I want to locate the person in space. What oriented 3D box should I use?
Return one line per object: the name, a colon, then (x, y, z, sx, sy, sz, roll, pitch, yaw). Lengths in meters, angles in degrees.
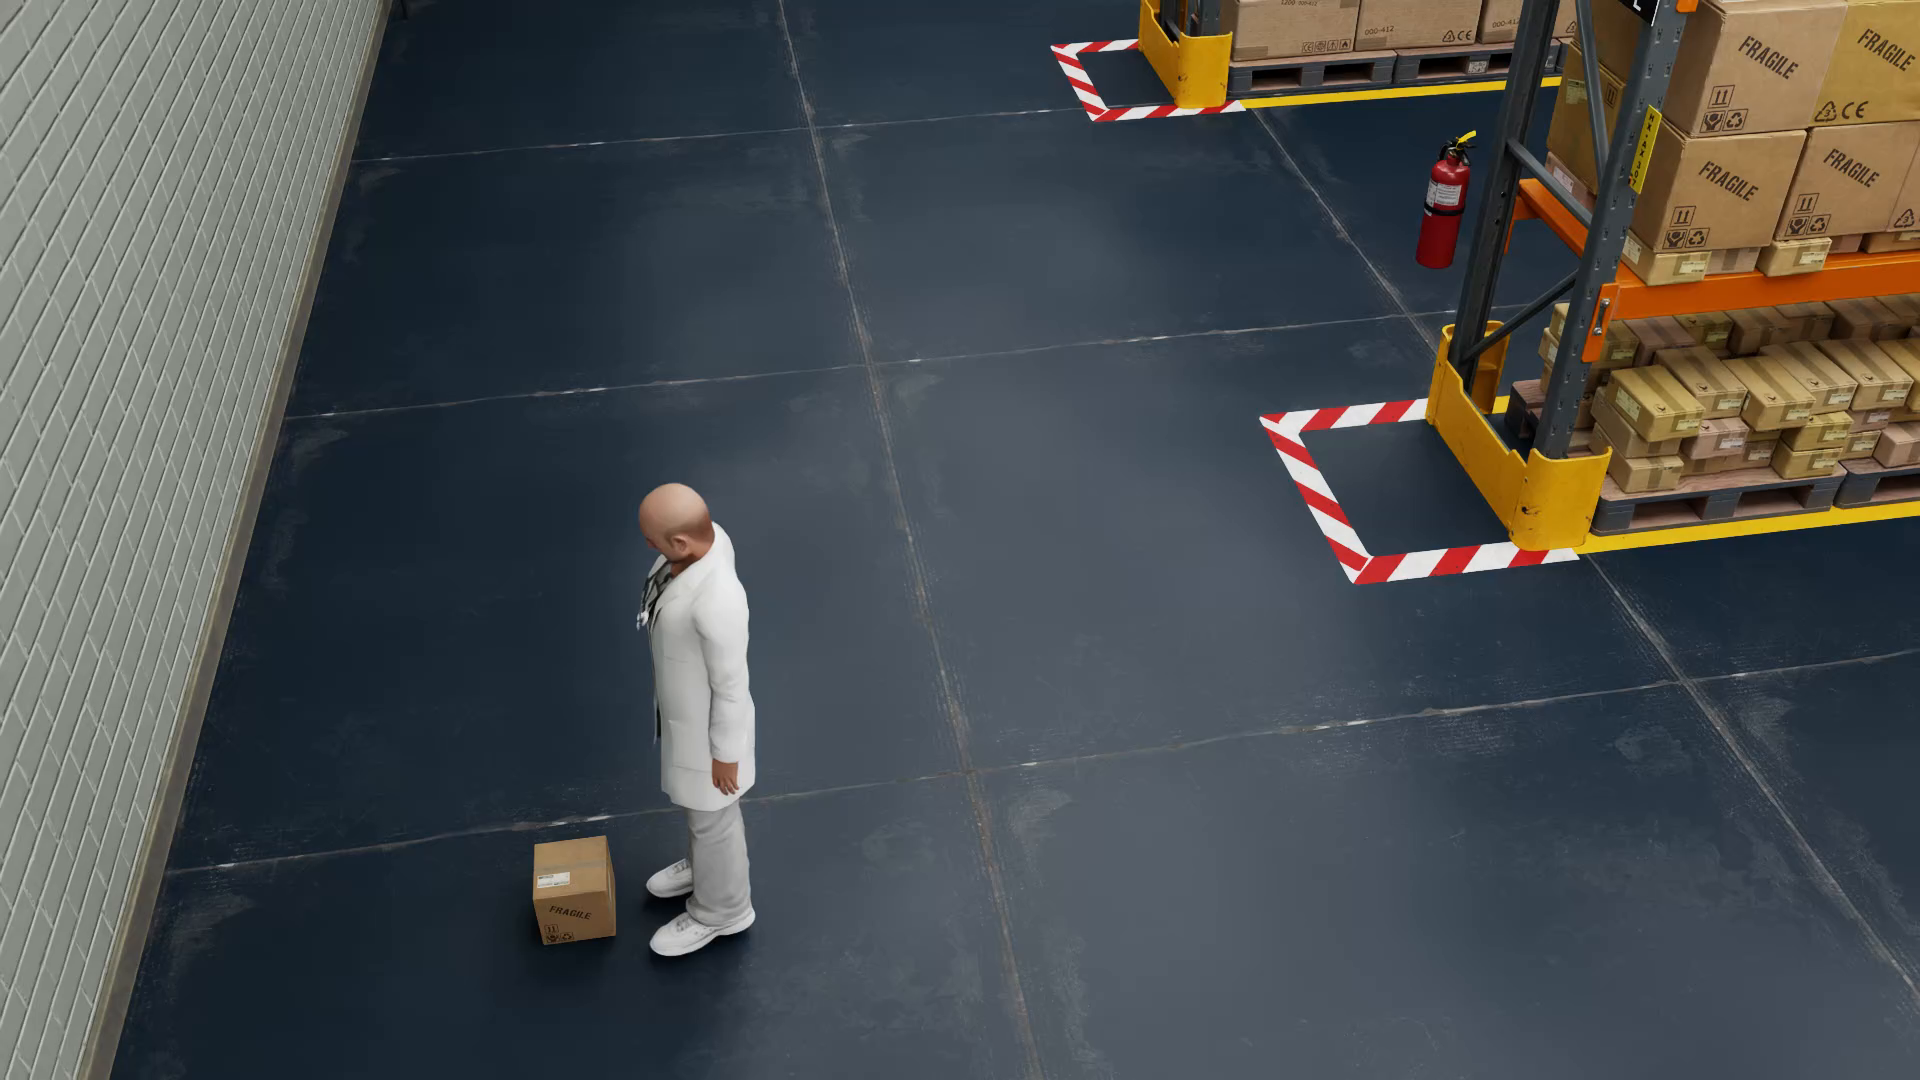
person: (-0.900, 0.568, 5.407, 0.465, 1.779, 0.595, -10, 39, -12)
